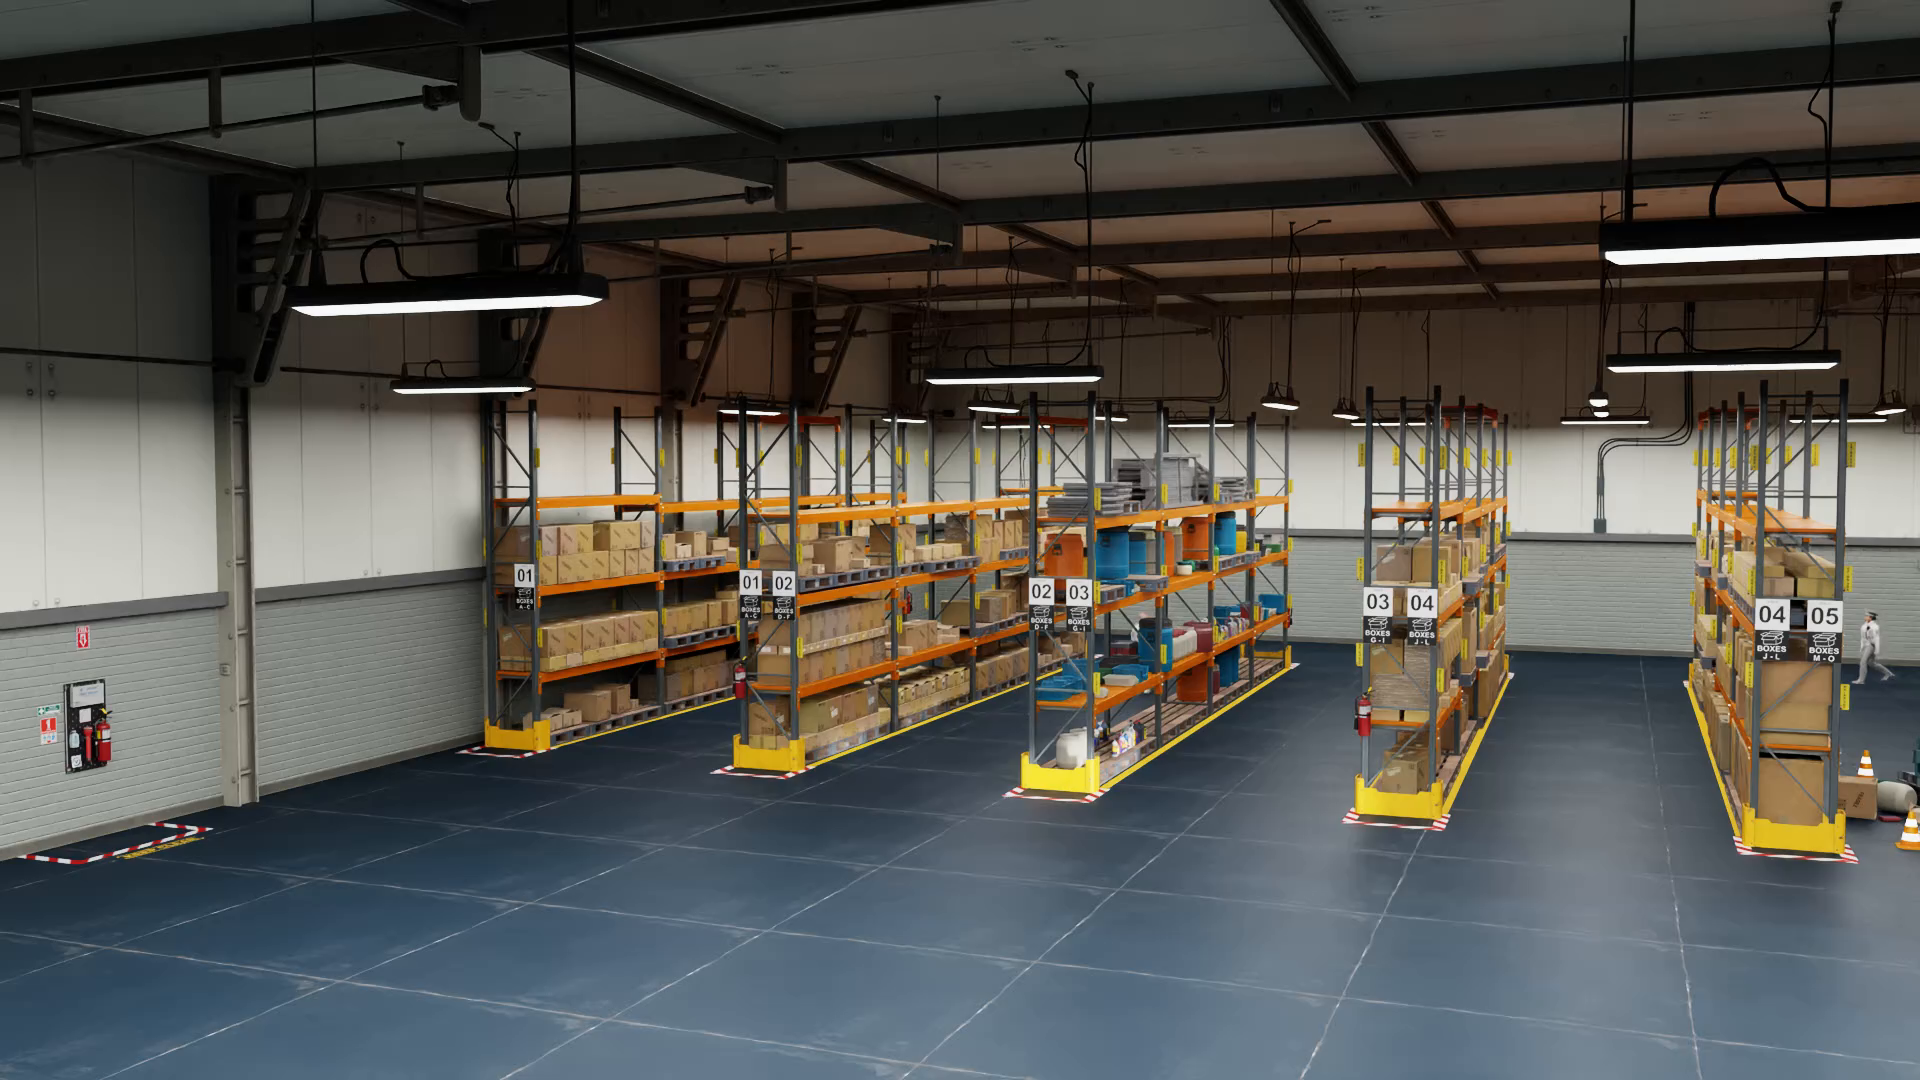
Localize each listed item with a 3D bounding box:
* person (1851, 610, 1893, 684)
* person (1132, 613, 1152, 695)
[{"bbox_3d":[20.129,2.354,36.676,0.898,1.643,0.492,0,3,8],"label":"person"},{"bbox_3d":[3.864,2.424,35.189,0.695,1.770,0.846,1,3,26],"label":"person"}]
